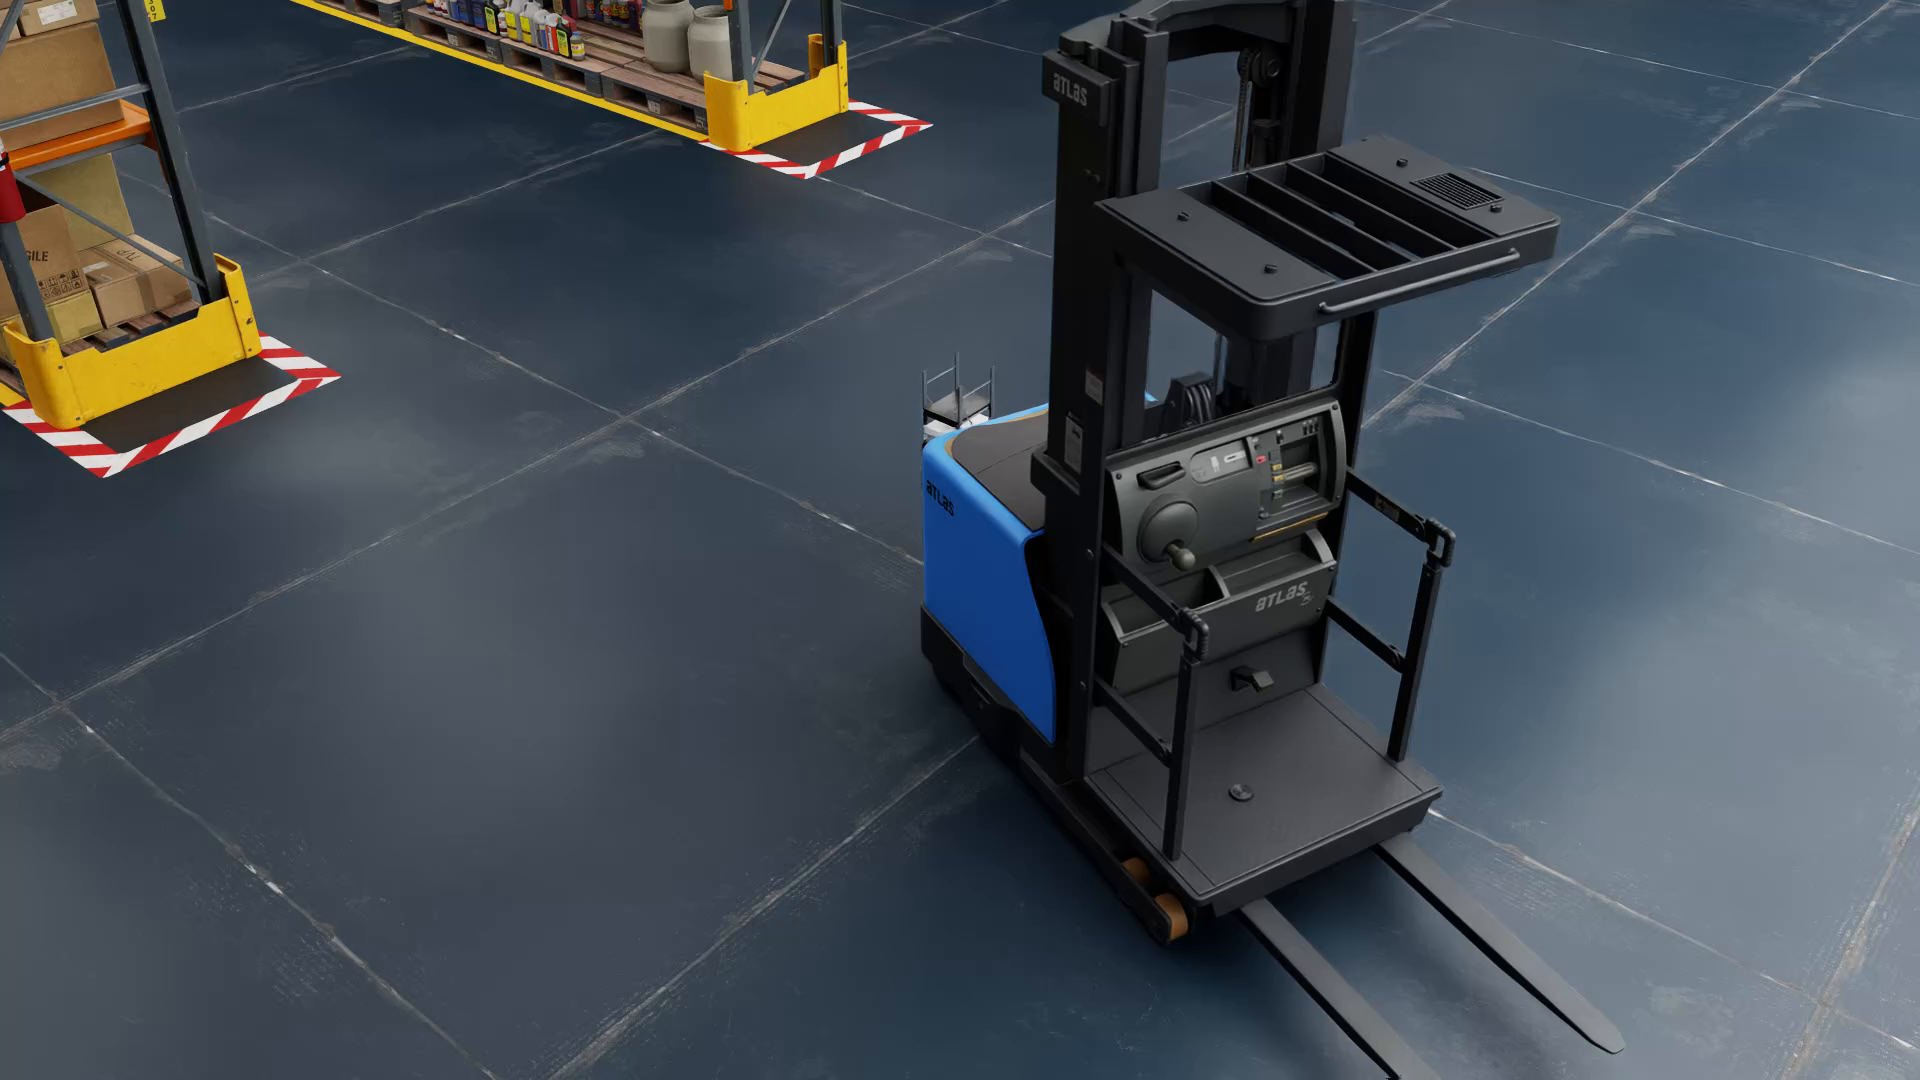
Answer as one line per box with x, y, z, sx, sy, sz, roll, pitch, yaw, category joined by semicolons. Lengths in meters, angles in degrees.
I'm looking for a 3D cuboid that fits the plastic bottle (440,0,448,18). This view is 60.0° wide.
-4.178;-4.365;13.539;0.097;0.201;0.097;0;34;0;plastic bottle

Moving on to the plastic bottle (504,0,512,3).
-3.712;-4.636;13.802;0.185;0.351;0.144;25;42;32;plastic bottle

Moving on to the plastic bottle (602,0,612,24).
-2.836;-4.284;13.422;0.097;0.201;0.097;0;34;0;plastic bottle

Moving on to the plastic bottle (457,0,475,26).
-3.944;-4.333;13.361;0.185;0.351;0.144;26;42;33;plastic bottle

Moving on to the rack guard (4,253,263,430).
-4.379;-1.075;8.874;0.348;0.500;1.175;25;42;32;rack guard

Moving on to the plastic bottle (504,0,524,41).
-3.473;-4.111;13.038;0.185;0.351;0.144;25;42;31;plastic bottle

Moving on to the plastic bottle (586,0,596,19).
-2.993;-4.359;13.530;0.097;0.201;0.097;0;34;0;plastic bottle

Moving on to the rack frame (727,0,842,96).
-1.225;-4.268;11.315;0.127;3.000;1.000;25;42;32;rack frame

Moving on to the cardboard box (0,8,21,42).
-4.813;-2.478;8.048;0.250;0.149;0.380;24;41;31;cardboard box

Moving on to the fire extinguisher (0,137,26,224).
-4.604;-1.837;7.844;0.183;0.674;0.296;25;42;32;fire extinguisher

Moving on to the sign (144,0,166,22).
-4.038;-2.743;8.260;0.005;0.325;0.100;25;42;32;sign

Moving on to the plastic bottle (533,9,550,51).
-3.200;-3.954;12.876;0.135;0.276;0.152;24;41;31;plastic bottle

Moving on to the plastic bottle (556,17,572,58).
-3.018;-3.838;12.700;0.133;0.283;0.061;26;42;33;plastic bottle

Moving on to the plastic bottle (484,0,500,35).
-3.699;-4.159;13.167;0.133;0.283;0.061;27;43;34;plastic bottle

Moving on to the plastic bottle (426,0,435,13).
-4.335;-4.467;13.627;0.097;0.271;0.097;0;34;0;plastic bottle

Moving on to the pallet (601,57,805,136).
-1.935;-3.422;12.546;1.213;0.211;1.003;25;42;32;pallet

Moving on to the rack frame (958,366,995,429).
0.072;-0.337;7.446;0.006;0.900;0.240;25;42;32;rack frame

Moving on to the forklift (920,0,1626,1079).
1.005;-0.123;5.340;1.130;2.935;3.031;-18;38;-24;forklift

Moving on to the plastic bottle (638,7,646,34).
-2.499;-4.125;13.191;0.097;0.201;0.097;0;34;0;plastic bottle

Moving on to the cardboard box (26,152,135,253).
-5.053;-1.934;9.312;0.500;0.500;0.500;25;42;32;cardboard box

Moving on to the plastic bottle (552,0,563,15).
-3.270;-4.430;13.562;0.133;0.283;0.061;25;42;32;plastic bottle

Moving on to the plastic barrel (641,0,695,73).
-2.165;-3.802;12.463;0.421;0.512;0.421;0;34;0;plastic barrel

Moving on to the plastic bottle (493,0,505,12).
-3.662;-4.195;13.230;0.097;0.271;0.097;0;34;0;plastic bottle

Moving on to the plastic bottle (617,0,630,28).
-2.682;-4.241;13.297;0.097;0.271;0.097;0;34;0;plastic bottle

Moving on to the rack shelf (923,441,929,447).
-0.006;-0.421;7.467;0.200;0.077;0.258;25;42;32;rack shelf

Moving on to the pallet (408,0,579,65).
-3.810;-4.306;13.833;1.213;0.211;1.003;25;42;32;pallet

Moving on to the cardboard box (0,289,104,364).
-4.998;-1.220;8.934;0.500;0.250;0.500;25;42;32;cardboard box

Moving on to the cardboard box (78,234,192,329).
-4.667;-1.445;9.262;0.500;0.250;0.500;25;42;32;cardboard box

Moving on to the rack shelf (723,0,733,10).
-2.762;-4.696;12.573;4.000;0.370;1.077;25;42;32;rack shelf

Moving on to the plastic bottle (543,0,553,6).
-3.472;-4.629;13.792;0.185;0.351;0.144;23;41;30;plastic bottle

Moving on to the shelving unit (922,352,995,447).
-0.006;-0.374;7.500;0.210;0.900;0.258;25;42;32;shelving unit
